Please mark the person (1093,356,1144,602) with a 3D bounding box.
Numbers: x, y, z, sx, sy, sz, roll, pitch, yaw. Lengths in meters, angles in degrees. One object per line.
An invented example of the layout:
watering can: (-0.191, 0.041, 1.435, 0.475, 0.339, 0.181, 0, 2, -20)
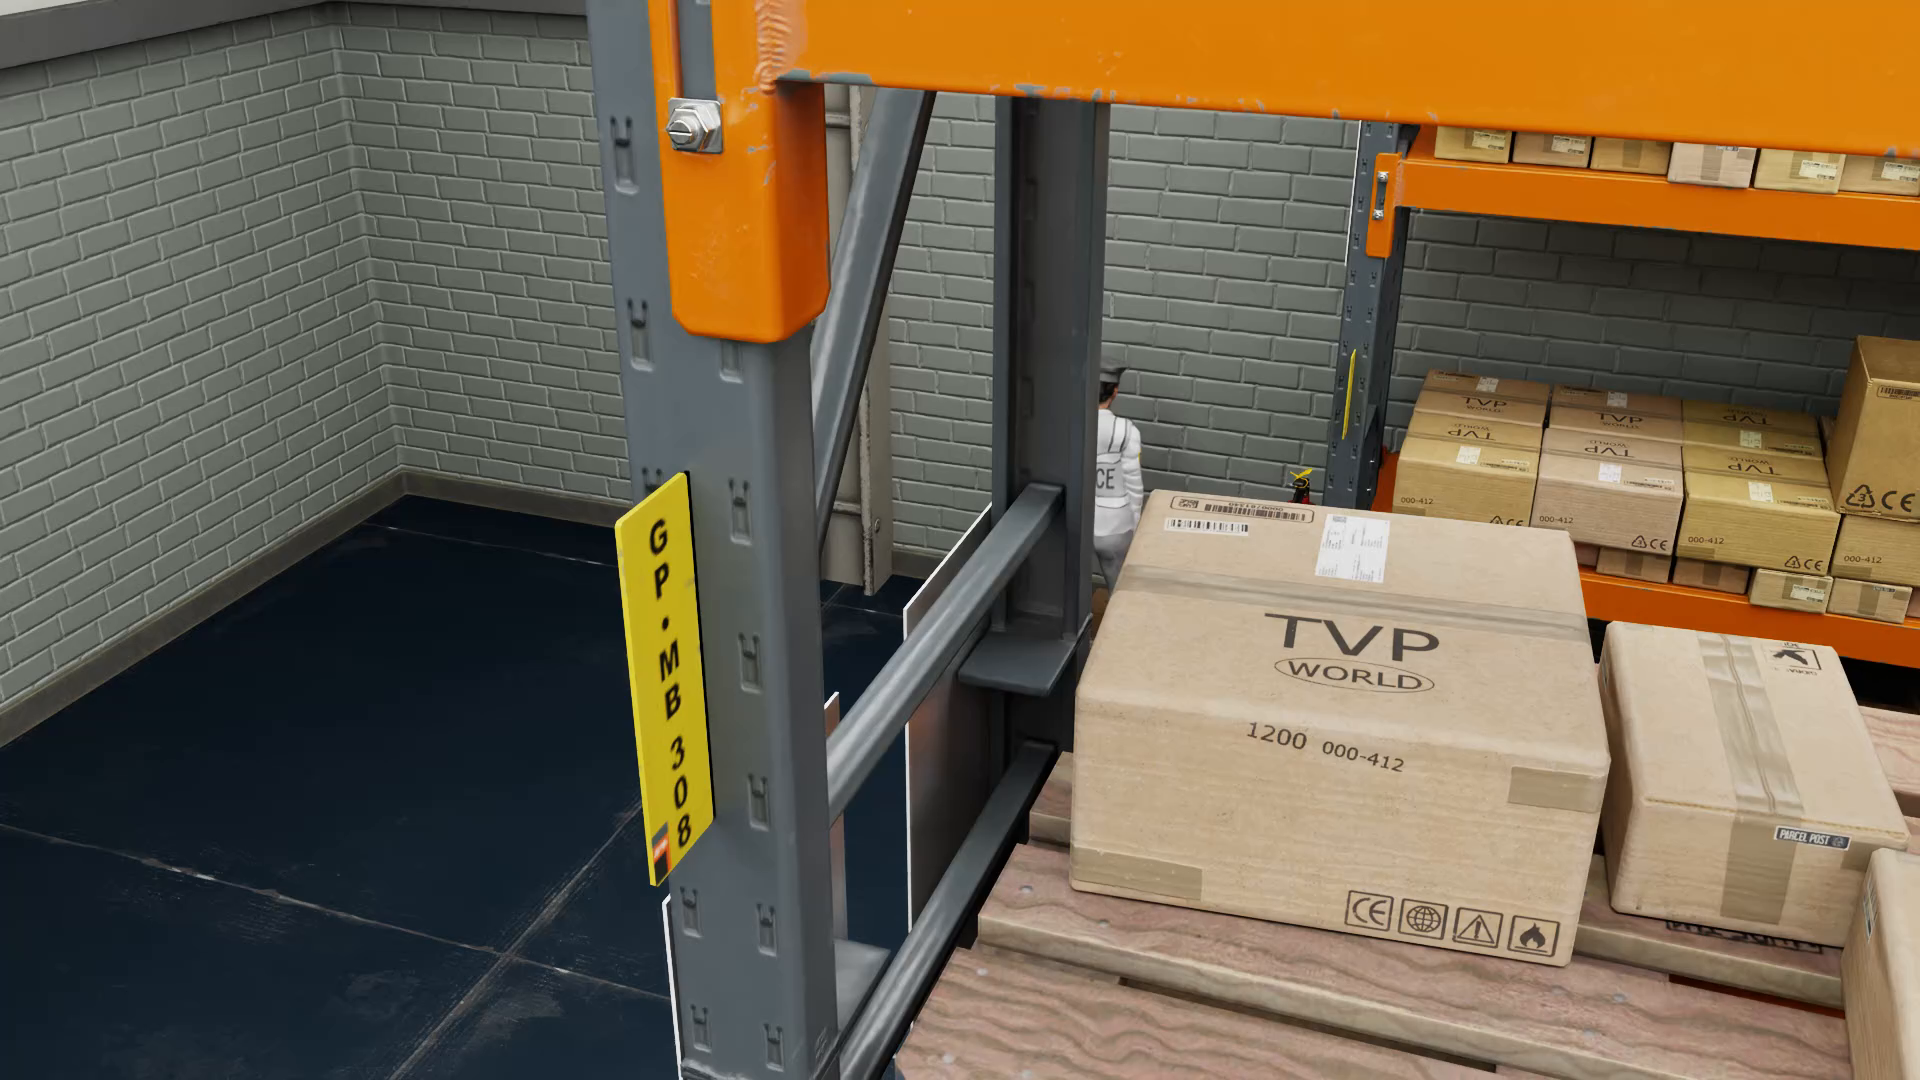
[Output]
person: (0.616, -0.057, 7.757, 0.485, 1.653, 0.381, 9, 27, 19)
